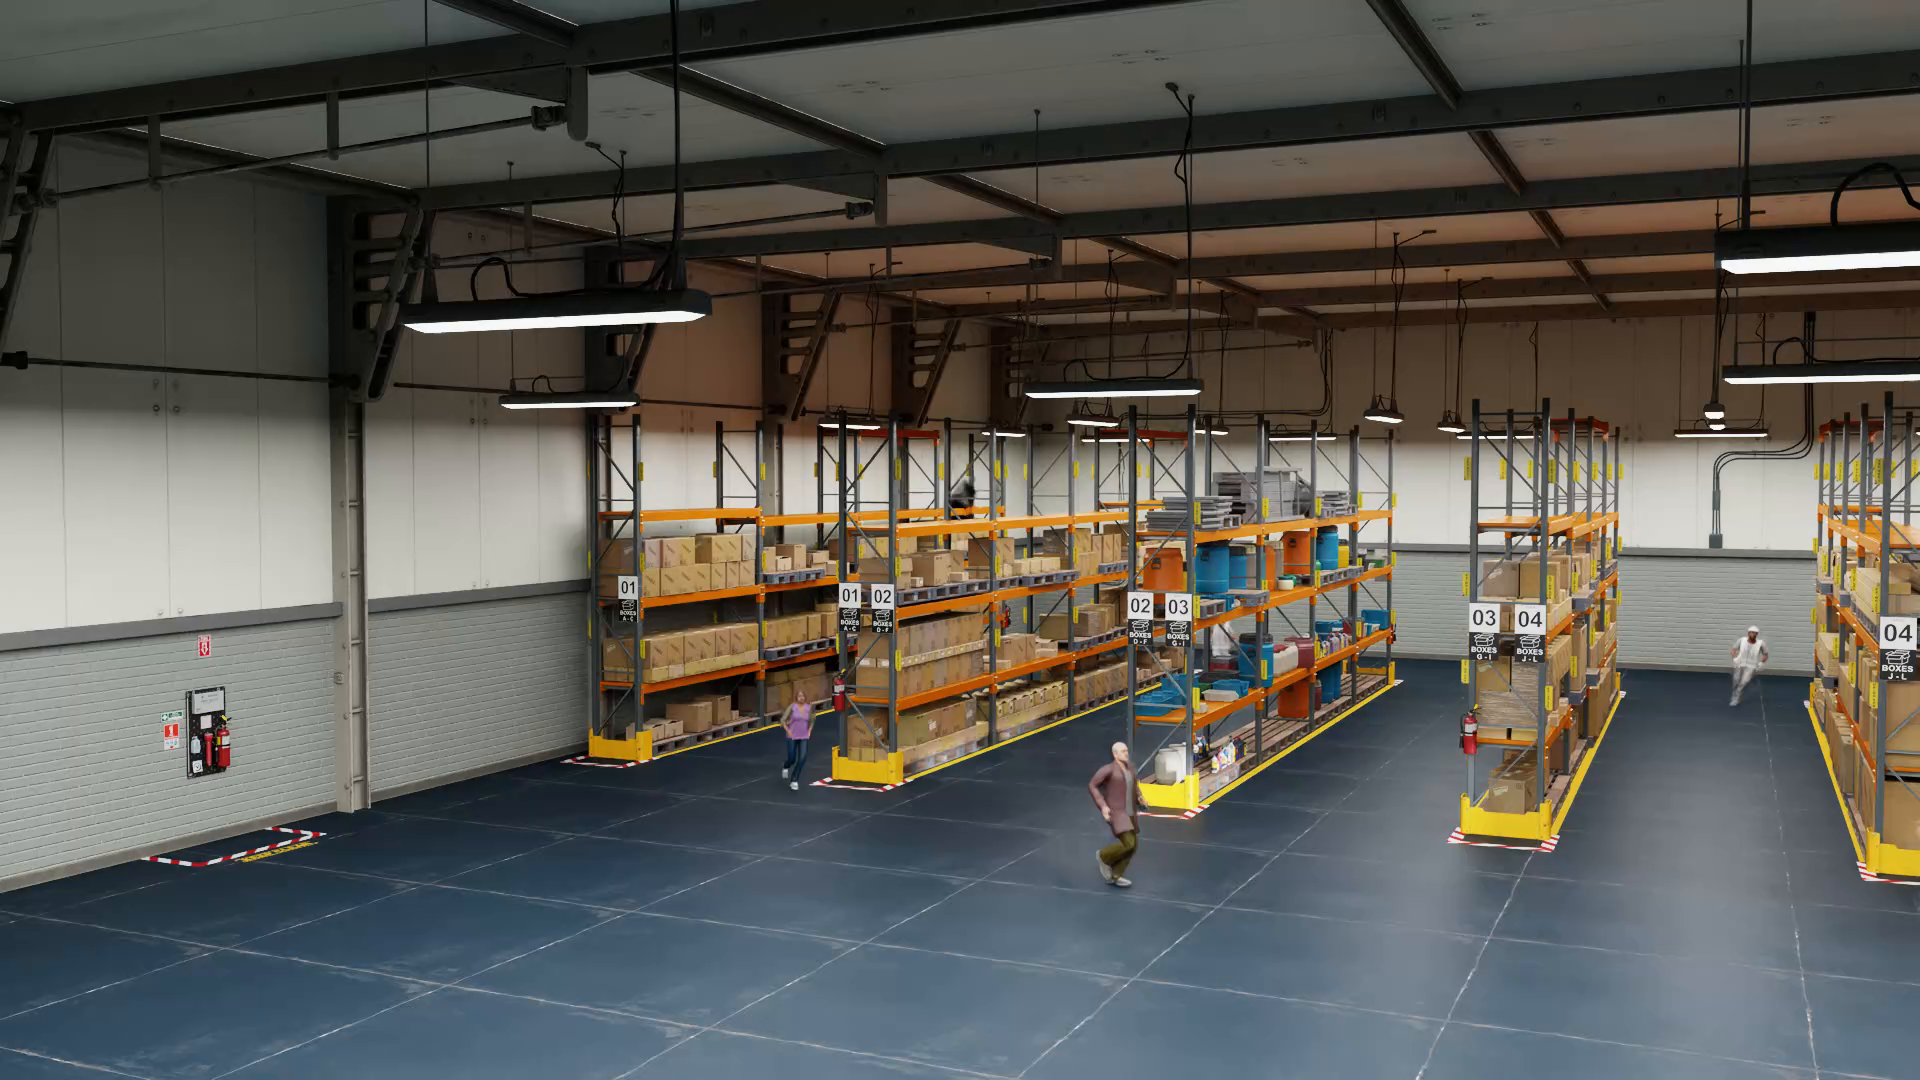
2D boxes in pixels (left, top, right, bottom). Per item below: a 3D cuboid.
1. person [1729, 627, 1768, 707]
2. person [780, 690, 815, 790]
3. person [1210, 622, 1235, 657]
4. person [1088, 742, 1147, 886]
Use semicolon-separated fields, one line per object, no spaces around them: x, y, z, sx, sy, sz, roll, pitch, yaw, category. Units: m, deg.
16.782;2.689;35.388;0.740;1.708;0.723;1;3;30;person
-2.569;3.149;26.403;0.566;1.554;0.575;-1;2;-19;person
5.982;2.533;38.157;0.667;1.768;0.973;1;2;13;person
1.971;3.310;20.016;0.704;1.730;0.599;-2;3;-43;person
